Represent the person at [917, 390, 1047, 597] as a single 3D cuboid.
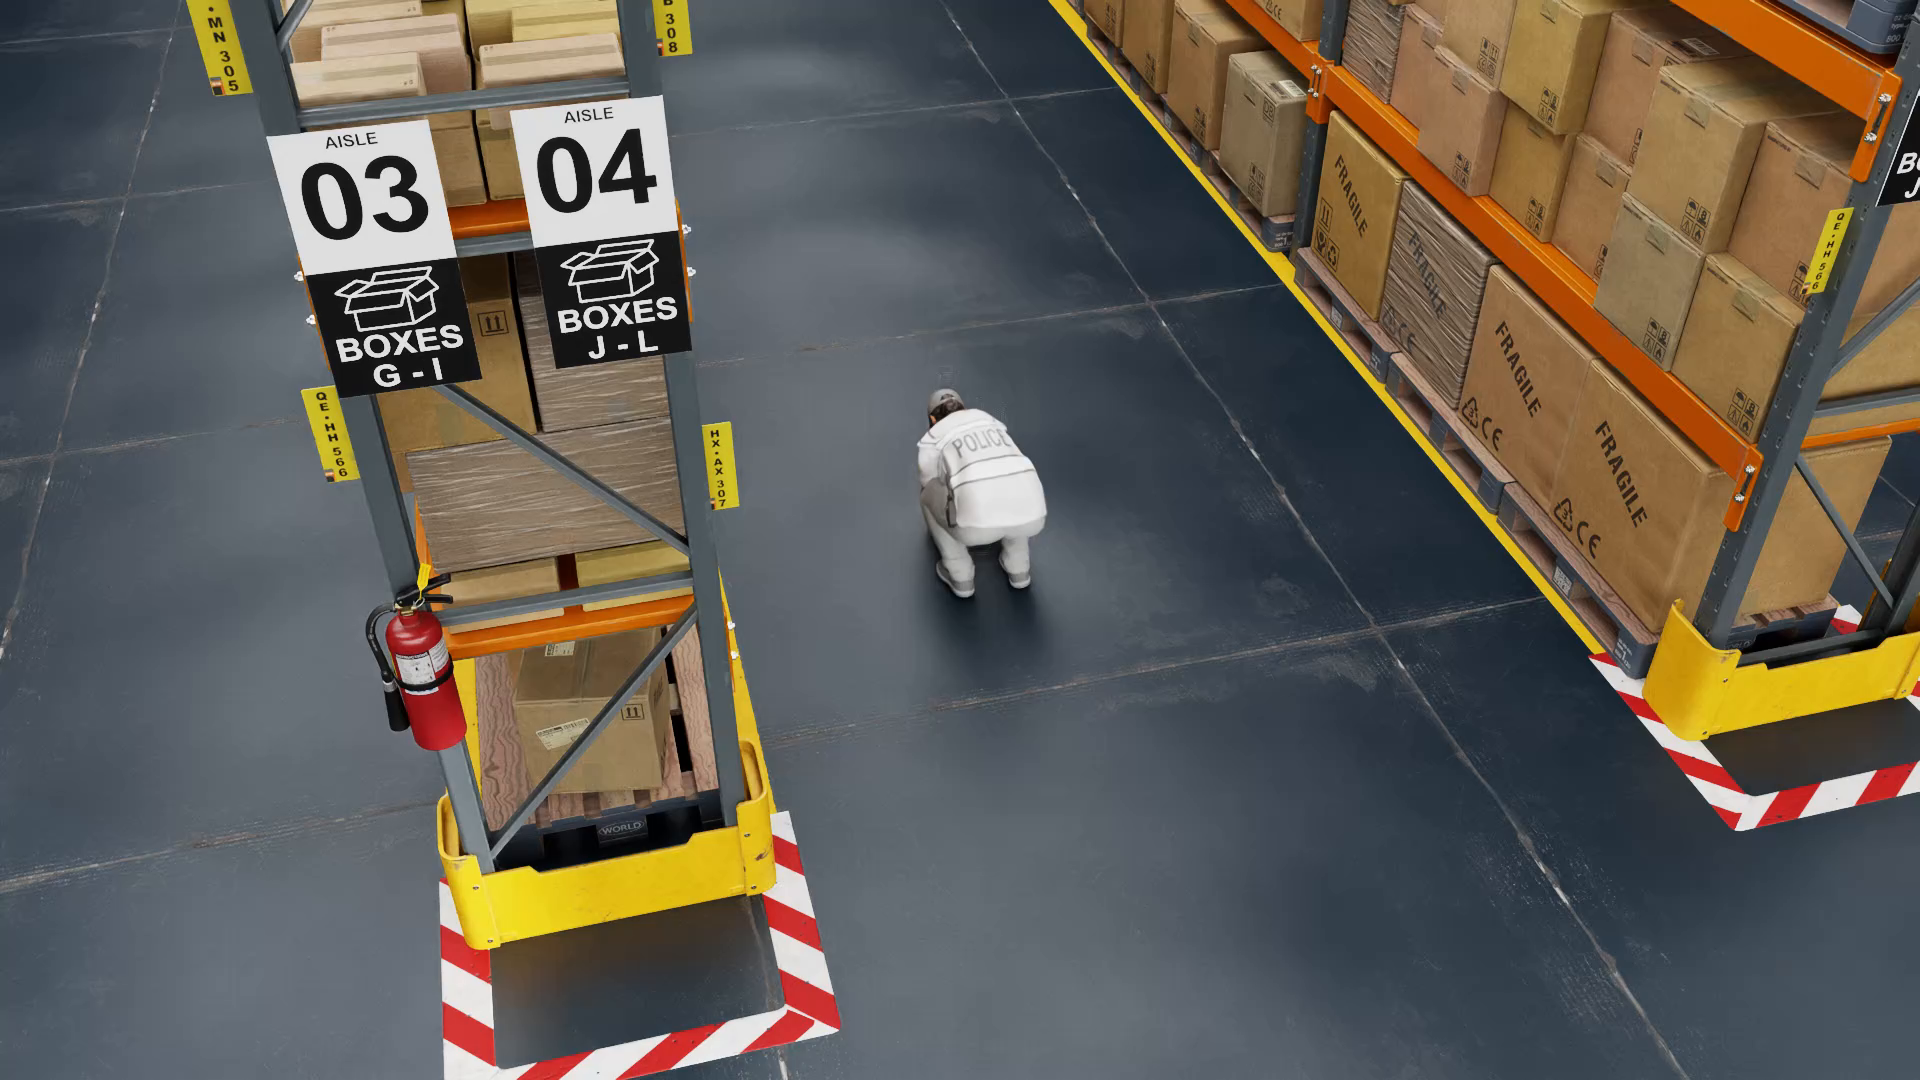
[{"bbox_3d":[0.074,-0.201,7.728,0.507,0.750,0.932,-10,40,-13],"label":"person"}]
